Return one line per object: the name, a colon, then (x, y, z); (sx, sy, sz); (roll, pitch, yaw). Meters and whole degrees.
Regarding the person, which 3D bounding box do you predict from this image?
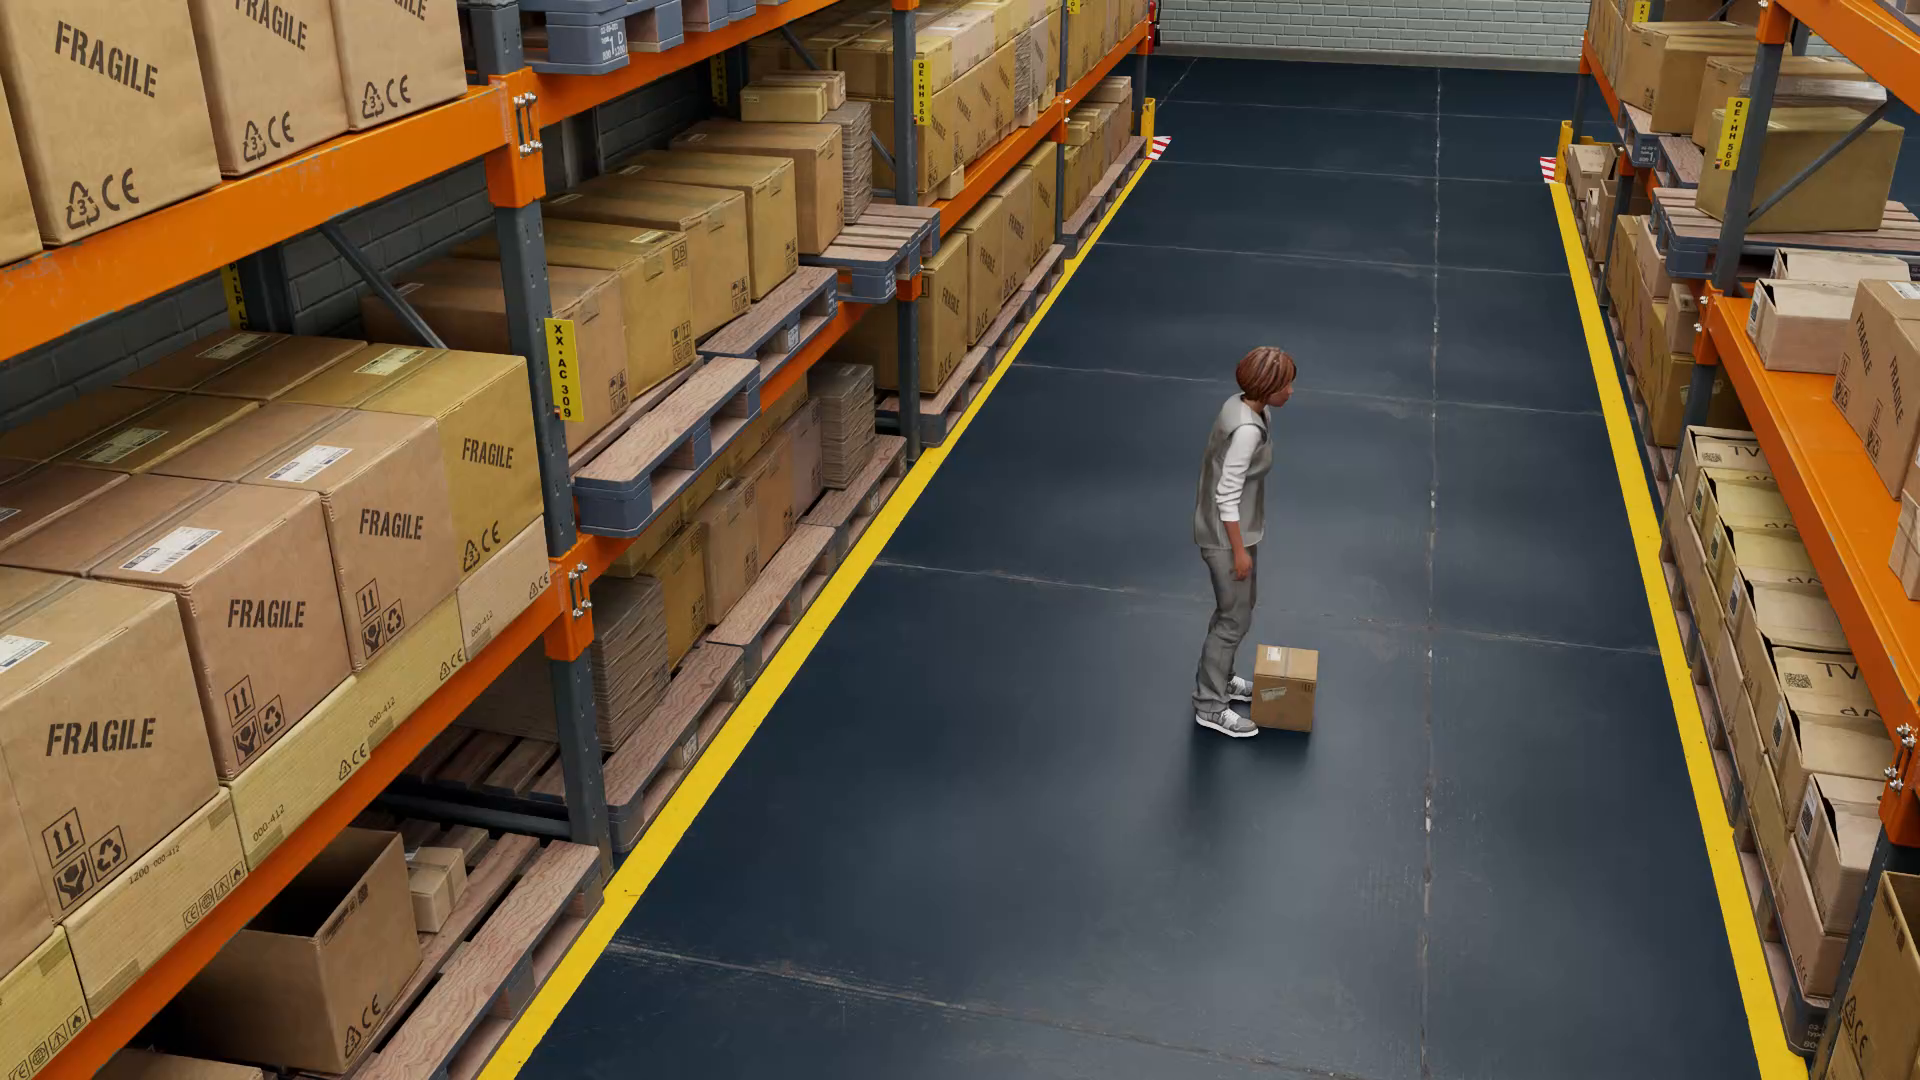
person: (1.107, -0.012, 6.648); (0.344, 1.593, 0.463); (6, 26, 13)
